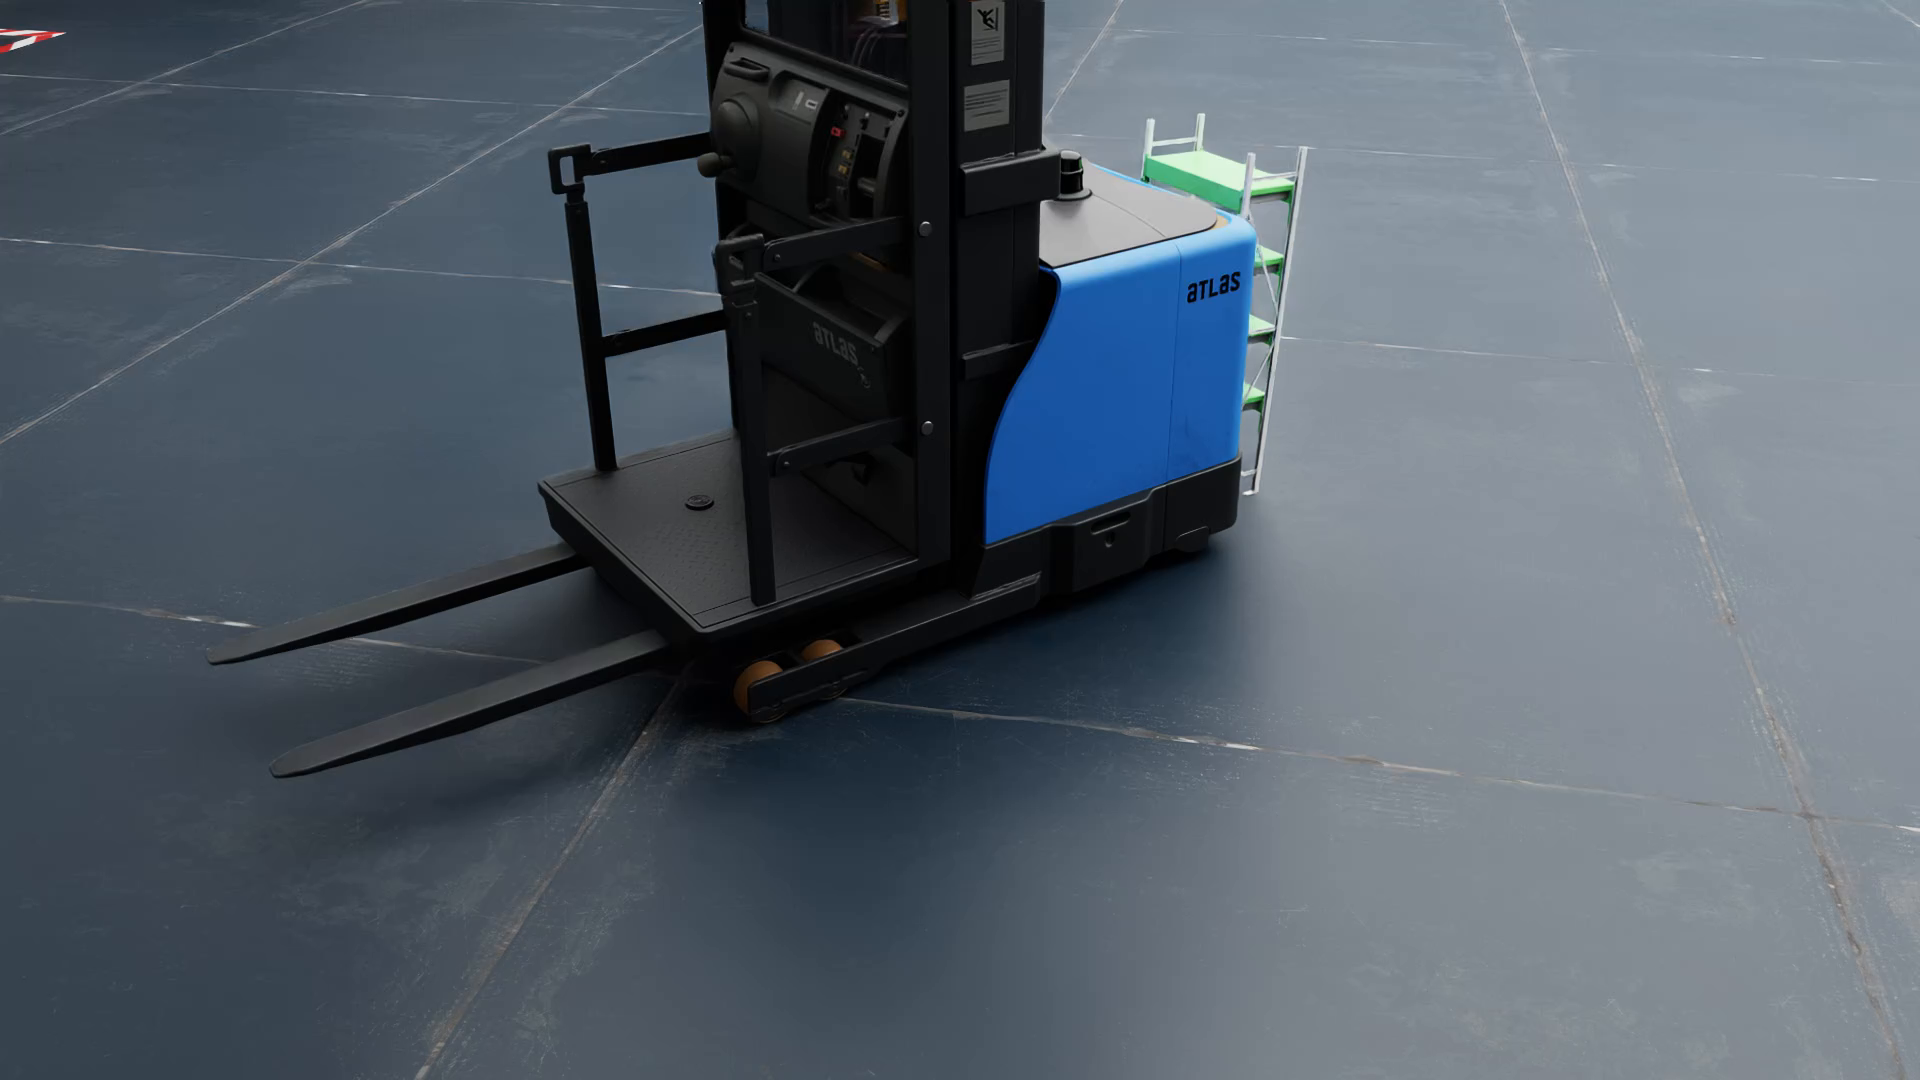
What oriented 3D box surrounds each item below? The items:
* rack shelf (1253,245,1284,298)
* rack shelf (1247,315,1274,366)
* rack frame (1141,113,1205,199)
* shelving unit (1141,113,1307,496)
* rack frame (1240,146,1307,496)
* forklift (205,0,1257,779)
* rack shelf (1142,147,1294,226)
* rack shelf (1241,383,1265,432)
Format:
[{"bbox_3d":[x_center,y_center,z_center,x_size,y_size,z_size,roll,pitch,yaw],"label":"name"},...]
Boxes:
[{"bbox_3d":[0.833,-0.931,5.538,0.258,0.148,0.480,-14,32,-31],"label":"rack shelf"},{"bbox_3d":[0.821,-0.717,5.647,0.258,0.148,0.480,-14,32,-31],"label":"rack shelf"},{"bbox_3d":[0.690,-0.872,5.796,0.240,1.200,0.015,-14,32,-31],"label":"rack frame"},{"bbox_3d":[0.824,-0.774,5.618,0.258,1.200,0.503,-14,32,-31],"label":"shelving unit"},{"bbox_3d":[0.958,-0.676,5.439,0.240,1.200,0.015,-14,32,-31],"label":"rack frame"},{"bbox_3d":[-0.591,-1.073,4.377,3.031,2.935,1.130,-19,34,-30],"label":"forklift"},{"bbox_3d":[0.844,-1.145,5.430,0.258,0.148,0.480,-14,32,-31],"label":"rack shelf"},{"bbox_3d":[0.809,-0.503,5.755,0.258,0.148,0.480,-14,32,-31],"label":"rack shelf"}]
